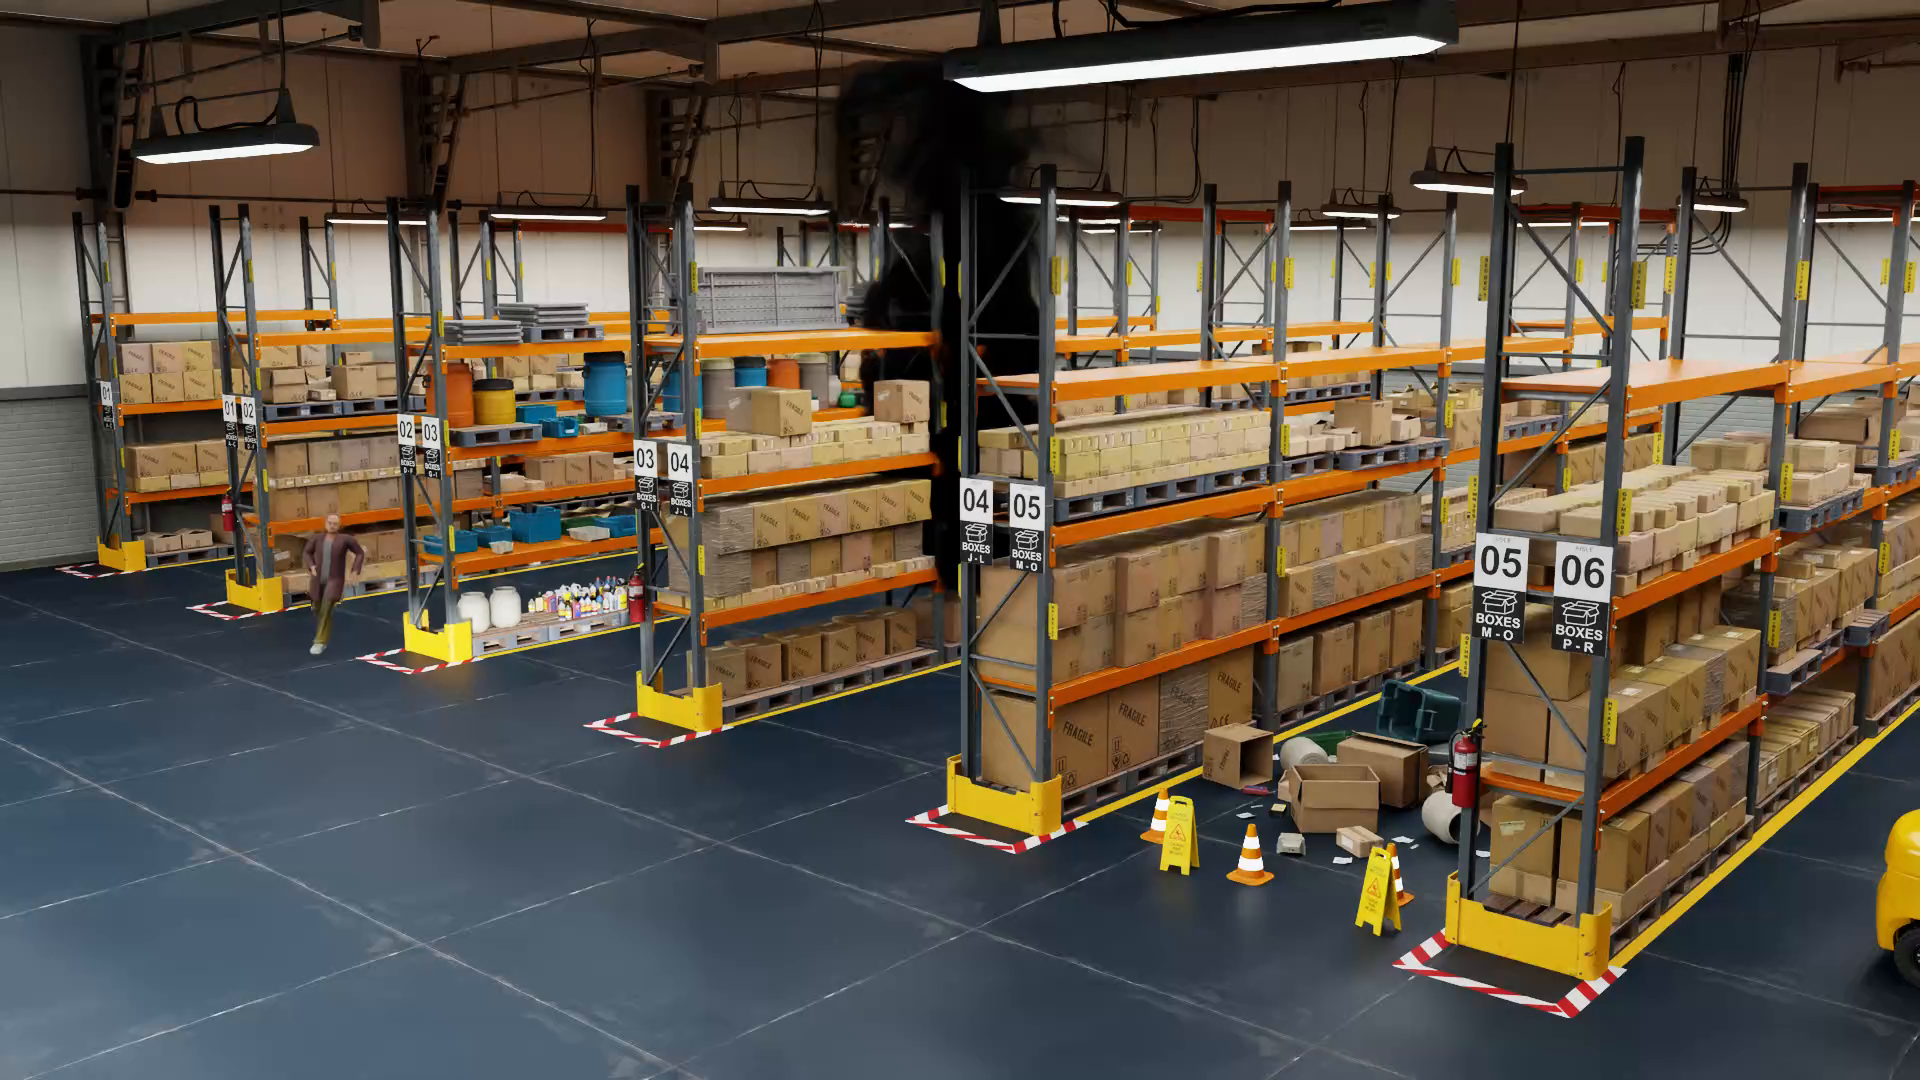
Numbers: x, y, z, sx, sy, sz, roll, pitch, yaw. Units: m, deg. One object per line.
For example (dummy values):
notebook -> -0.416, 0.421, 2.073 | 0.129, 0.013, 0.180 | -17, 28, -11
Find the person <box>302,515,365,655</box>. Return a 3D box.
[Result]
person -> -8.233, 0.544, 21.794 | 0.773, 1.762, 0.974 | 0, 9, 0
